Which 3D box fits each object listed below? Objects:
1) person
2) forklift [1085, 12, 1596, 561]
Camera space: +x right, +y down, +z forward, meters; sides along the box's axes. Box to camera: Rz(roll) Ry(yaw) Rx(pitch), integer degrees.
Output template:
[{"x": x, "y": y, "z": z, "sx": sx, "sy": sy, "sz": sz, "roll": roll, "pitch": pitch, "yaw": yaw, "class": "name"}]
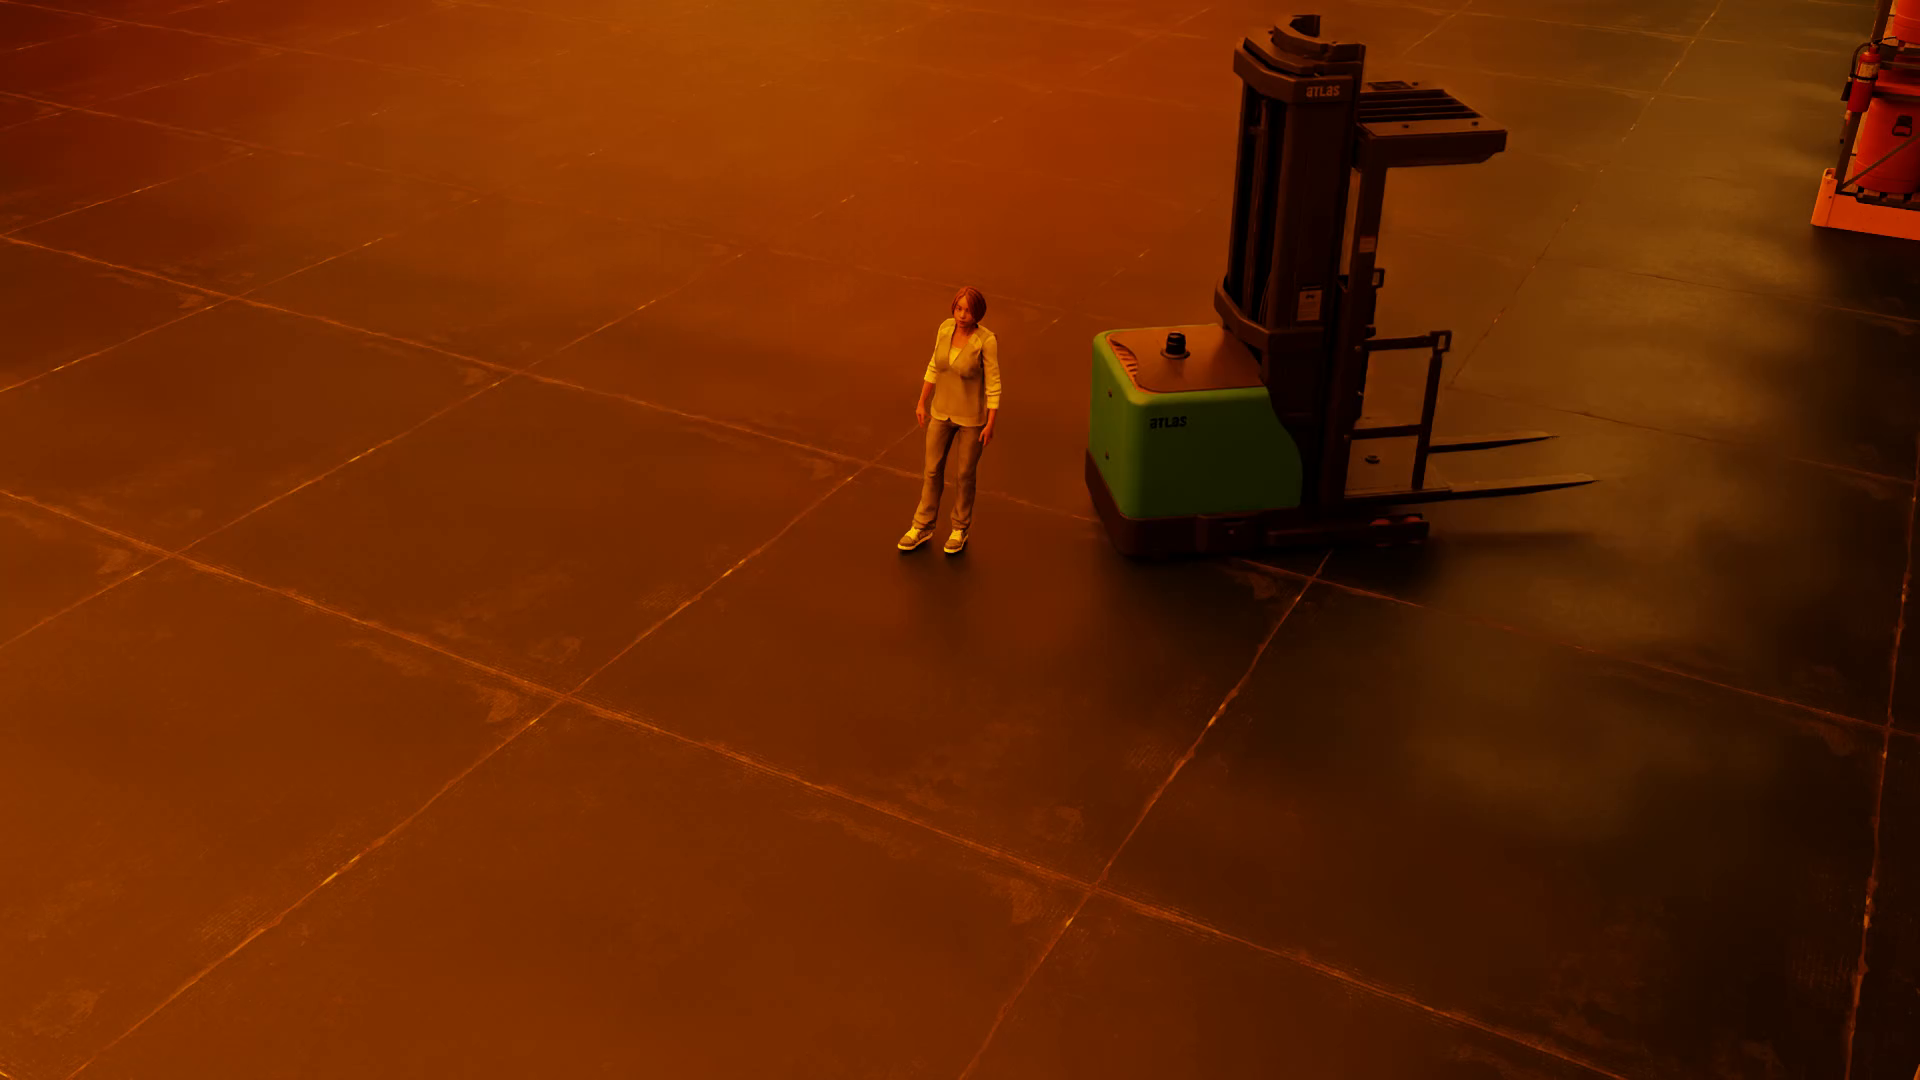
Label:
[{"x": -0.048, "y": -0.668, "z": 9.549, "sx": 0.520, "sy": 1.600, "sz": 0.472, "roll": 15, "pitch": 33, "yaw": 25, "class": "person"}, {"x": 2.353, "y": -1.485, "z": 9.644, "sx": 3.031, "sy": 2.935, "sz": 1.130, "roll": -5, "pitch": 30, "yaw": -8, "class": "forklift"}]
